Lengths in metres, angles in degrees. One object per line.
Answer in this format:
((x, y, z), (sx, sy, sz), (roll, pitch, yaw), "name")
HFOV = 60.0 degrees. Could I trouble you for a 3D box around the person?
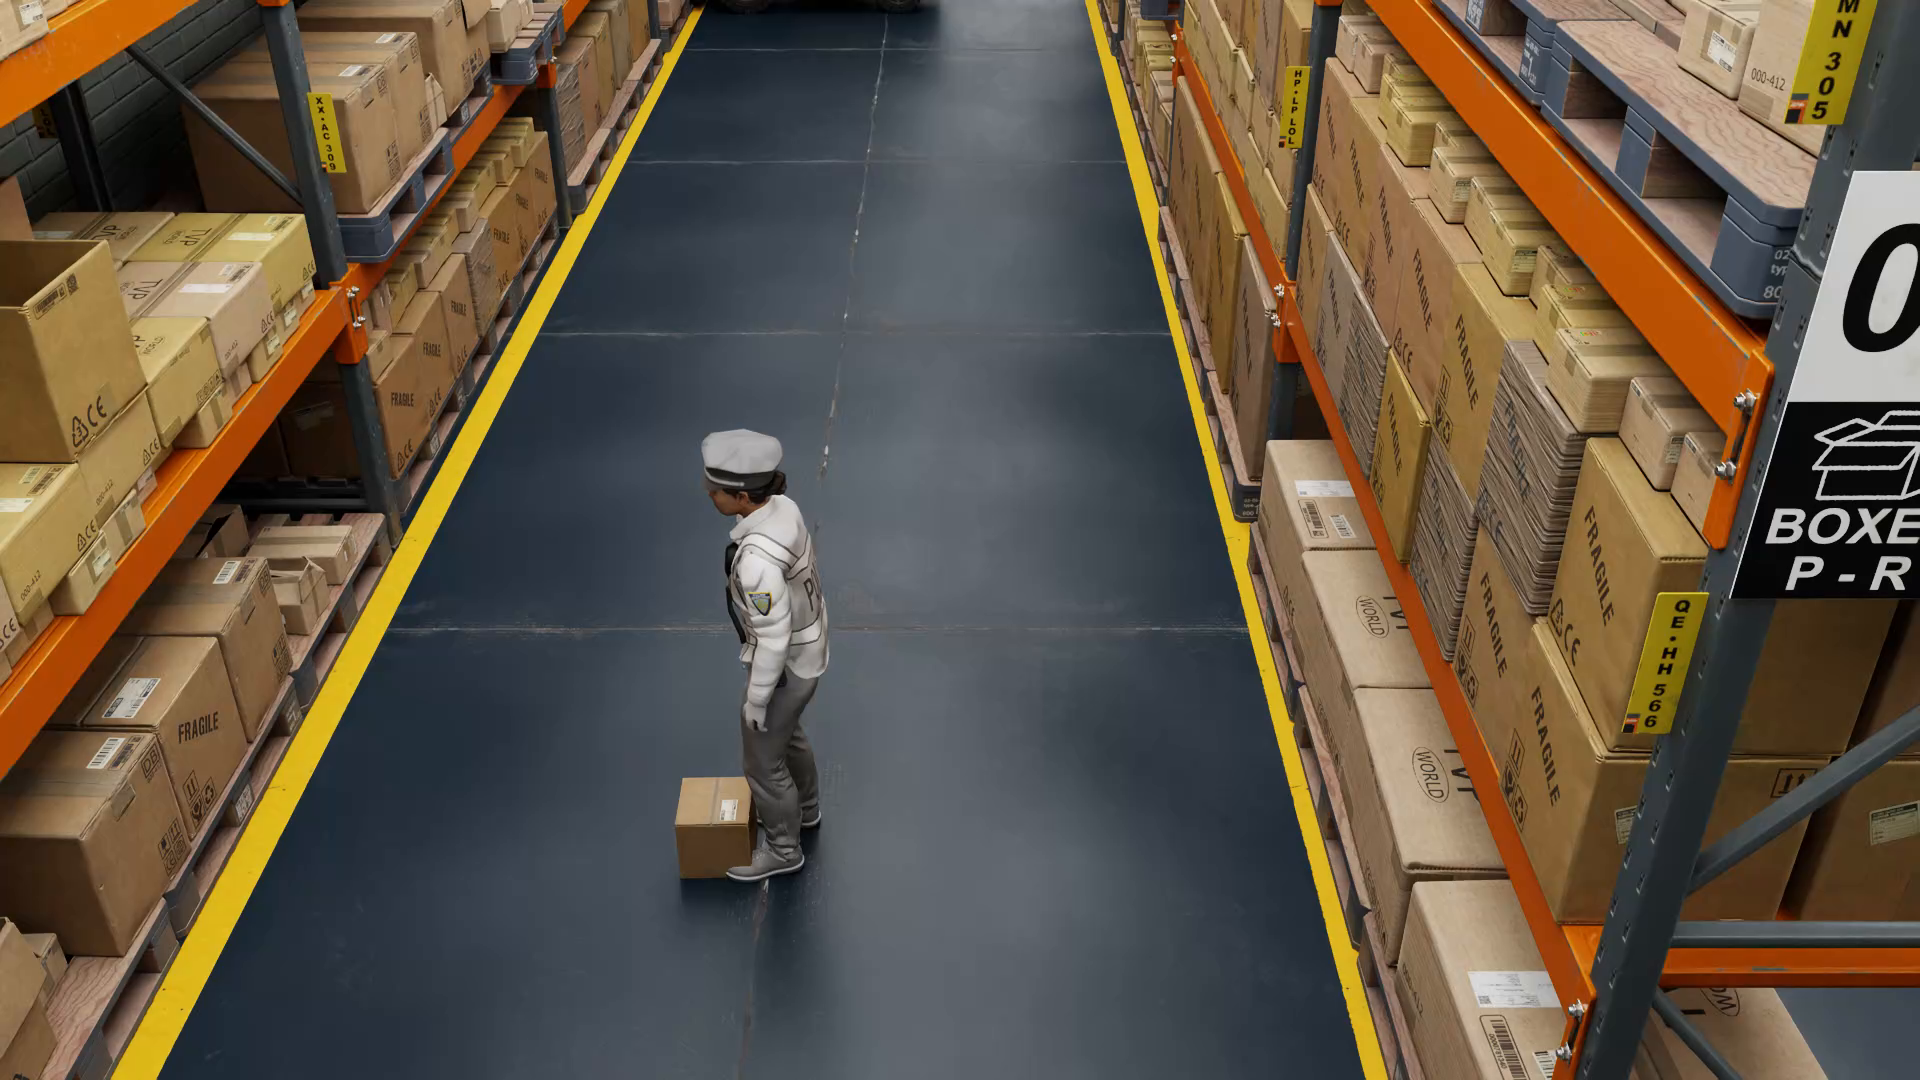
((-0.630, 0.402, 5.480), (0.403, 1.664, 0.528), (0, 32, 0), "person")
